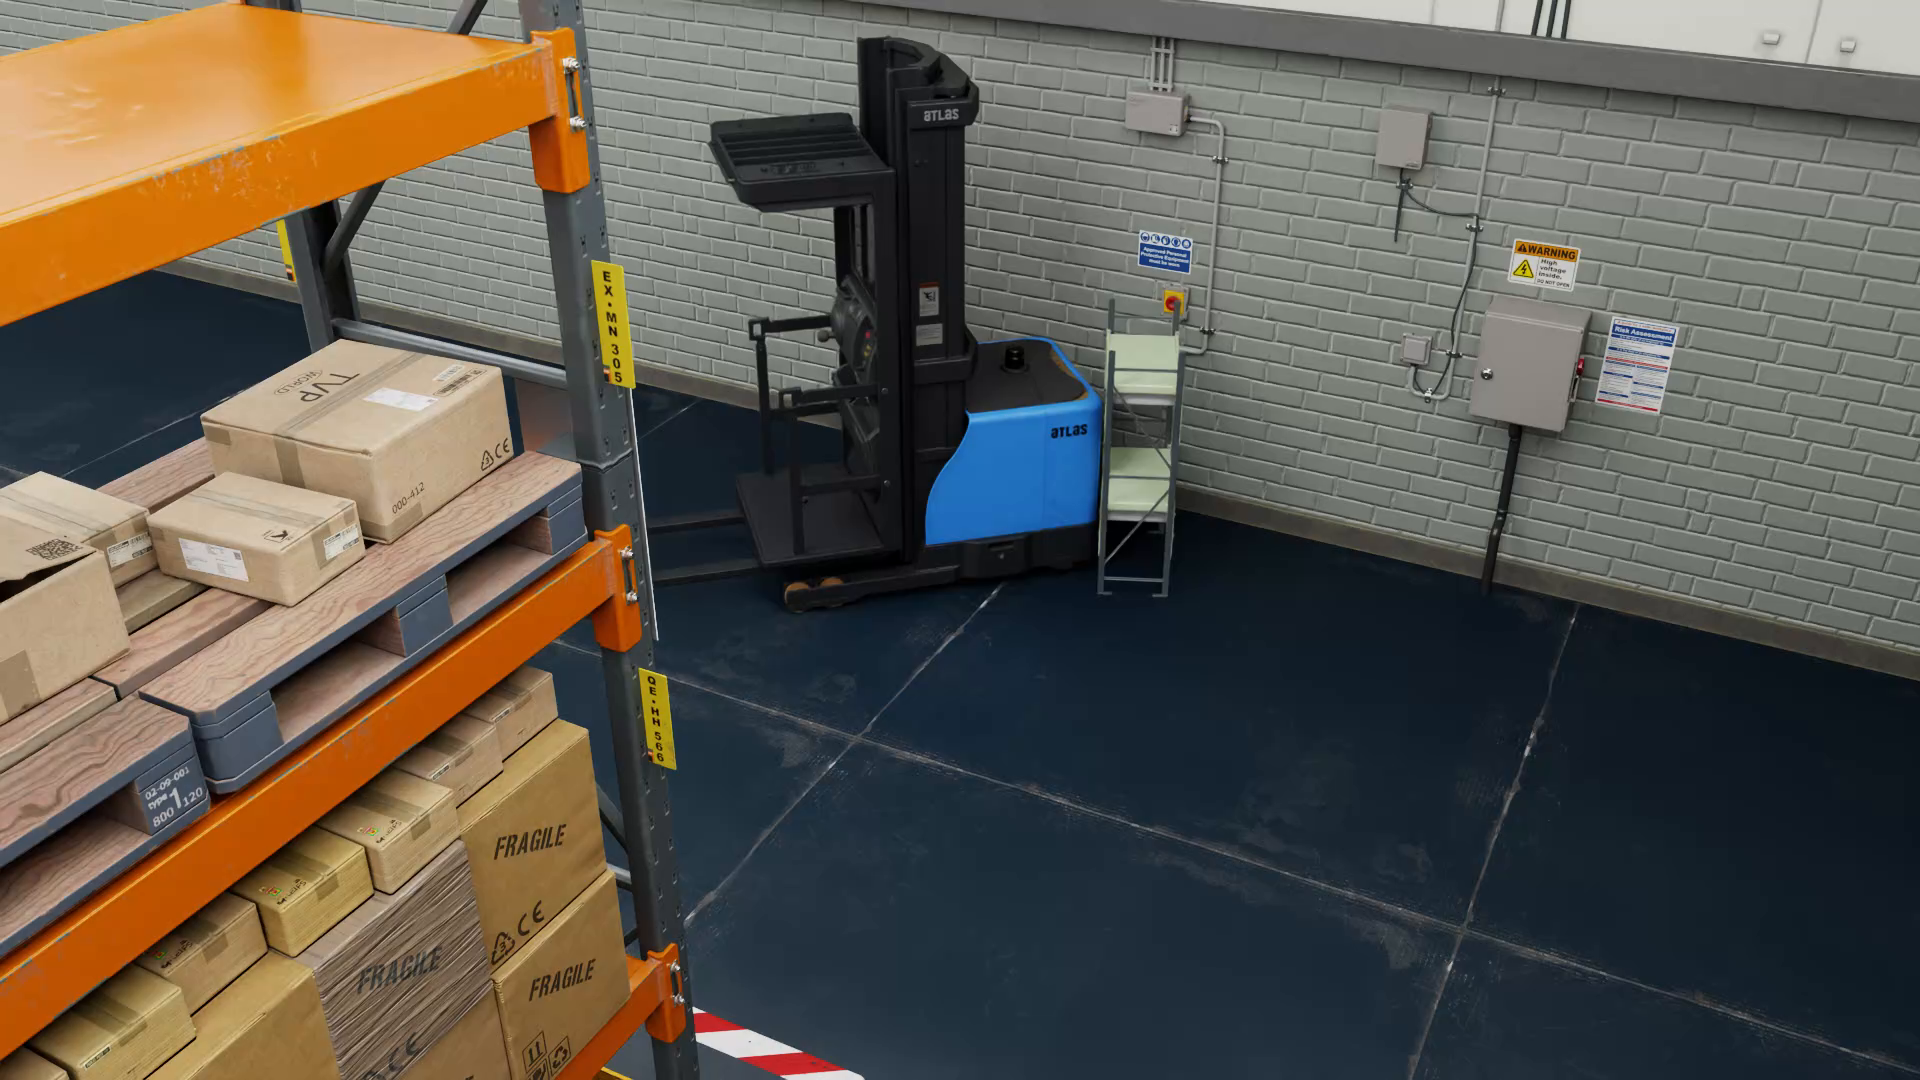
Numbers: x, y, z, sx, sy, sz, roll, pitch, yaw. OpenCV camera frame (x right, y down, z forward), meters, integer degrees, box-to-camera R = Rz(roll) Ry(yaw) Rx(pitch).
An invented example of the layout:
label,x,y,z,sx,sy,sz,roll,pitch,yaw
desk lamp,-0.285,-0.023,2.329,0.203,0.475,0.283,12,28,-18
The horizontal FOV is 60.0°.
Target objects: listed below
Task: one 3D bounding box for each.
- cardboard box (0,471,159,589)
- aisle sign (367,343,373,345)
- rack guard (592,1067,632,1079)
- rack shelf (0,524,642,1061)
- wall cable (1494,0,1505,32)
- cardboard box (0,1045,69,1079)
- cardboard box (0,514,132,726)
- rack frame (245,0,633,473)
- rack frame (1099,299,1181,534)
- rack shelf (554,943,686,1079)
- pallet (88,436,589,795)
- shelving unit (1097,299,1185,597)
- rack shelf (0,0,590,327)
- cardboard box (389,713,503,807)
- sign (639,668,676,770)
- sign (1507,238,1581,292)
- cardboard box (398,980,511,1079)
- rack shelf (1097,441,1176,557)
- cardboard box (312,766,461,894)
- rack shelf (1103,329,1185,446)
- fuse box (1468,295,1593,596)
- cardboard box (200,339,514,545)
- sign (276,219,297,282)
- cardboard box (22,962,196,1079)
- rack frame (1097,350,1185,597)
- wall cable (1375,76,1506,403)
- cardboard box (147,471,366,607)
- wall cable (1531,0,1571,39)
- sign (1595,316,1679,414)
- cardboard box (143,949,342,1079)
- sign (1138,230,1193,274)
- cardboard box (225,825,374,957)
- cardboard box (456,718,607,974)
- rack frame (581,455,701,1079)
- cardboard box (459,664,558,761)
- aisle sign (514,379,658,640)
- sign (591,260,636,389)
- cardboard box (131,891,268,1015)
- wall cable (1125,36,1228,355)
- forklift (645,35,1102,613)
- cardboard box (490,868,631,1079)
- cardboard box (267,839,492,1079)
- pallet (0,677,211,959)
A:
label,x,y,z,sx,sy,sz,roll,pitch,yaw
cardboard box,-2.041,0.000,3.747,0.380,0.149,0.250,16,33,25
aisle sign,-1.566,-0.238,4.833,0.394,0.787,0.004,14,33,23
rack guard,-1.330,2.060,5.951,1.175,0.500,0.348,14,33,23
rack shelf,-2.252,0.885,3.198,1.077,0.370,4.000,14,33,23
wall cable,1.668,-4.029,8.019,2.355,3.000,0.029,14,33,23
cardboard box,-1.995,1.123,3.317,0.380,0.149,0.250,15,33,25
cardboard box,-2.067,0.151,3.320,0.500,0.311,0.500,15,33,24
rack frame,-1.341,-1.615,3.816,1.000,3.000,0.127,14,33,23
rack frame,1.043,-0.701,9.755,0.400,1.500,0.023,2,30,4
rack shelf,-2.252,2.185,3.945,1.077,0.370,4.000,14,33,23
pallet,-1.670,0.056,4.008,1.003,0.211,1.213,14,33,23
shelving unit,1.014,-0.519,9.438,0.431,1.500,0.755,2,30,4
rack shelf,-2.252,-0.243,2.551,1.077,0.370,4.000,14,33,23
cardboard box,-1.420,0.551,4.313,0.380,0.149,0.250,15,33,24
sign,-0.864,0.511,4.738,0.100,0.325,0.005,14,33,23
sign,3.056,-1.440,8.706,0.339,0.242,0.001,14,33,23
cardboard box,-1.567,1.436,4.427,0.500,0.500,0.500,14,33,22
rack shelf,1.014,-0.236,9.601,0.431,0.370,0.720,2,30,4
cardboard box,-1.463,0.684,4.081,0.380,0.149,0.250,14,33,23
rack shelf,1.014,-0.858,9.244,0.431,0.370,0.720,2,30,4
fuse box,3.011,-0.418,9.051,0.539,1.711,0.414,14,33,23
cardboard box,-1.466,-0.255,4.088,0.500,0.250,0.500,11,32,19
sign,-1.832,-0.856,4.550,0.100,0.325,0.005,14,33,23
cardboard box,-1.859,1.011,3.512,0.380,0.149,0.250,15,33,24
rack frame,0.985,-0.337,9.122,0.400,1.500,0.023,2,30,4
wall cable,2.475,-1.642,8.868,0.588,1.984,0.122,14,33,23
cardboard box,-1.586,-0.007,3.758,0.380,0.149,0.250,12,32,19
wall cable,4.131,-3.396,6.881,2.988,3.039,0.133,14,33,23
sign,3.545,-0.916,8.718,0.329,0.494,0.001,14,33,23
cardboard box,-1.789,1.234,3.774,0.500,0.500,0.500,14,33,23
sign,1.192,-1.674,9.671,0.327,0.218,0.001,14,33,23
cardboard box,-1.614,0.787,3.902,0.380,0.149,0.250,15,33,24
cardboard box,-1.349,0.777,4.570,0.500,0.500,0.500,15,33,25
rack frame,-1.341,0.987,5.310,1.000,3.000,0.127,14,33,23
cardboard box,-1.326,0.433,4.519,0.380,0.149,0.250,15,33,24
aisle sign,-1.032,-0.102,4.596,0.394,0.787,0.004,14,33,23
sign,-0.864,-0.534,4.137,0.100,0.325,0.005,14,33,23
cardboard box,-1.797,0.887,3.729,0.380,0.149,0.250,14,33,23
wall cable,1.207,-1.972,9.411,0.585,1.953,0.123,14,33,23
forklift,-0.764,-1.156,9.110,3.031,2.935,1.130,-8,31,-13
cardboard box,-1.325,1.217,4.808,0.500,0.500,0.500,14,33,24
cardboard box,-1.561,1.016,4.155,0.500,0.500,0.500,14,33,23
pallet,-2.224,0.598,3.063,1.003,0.211,1.213,14,33,23
